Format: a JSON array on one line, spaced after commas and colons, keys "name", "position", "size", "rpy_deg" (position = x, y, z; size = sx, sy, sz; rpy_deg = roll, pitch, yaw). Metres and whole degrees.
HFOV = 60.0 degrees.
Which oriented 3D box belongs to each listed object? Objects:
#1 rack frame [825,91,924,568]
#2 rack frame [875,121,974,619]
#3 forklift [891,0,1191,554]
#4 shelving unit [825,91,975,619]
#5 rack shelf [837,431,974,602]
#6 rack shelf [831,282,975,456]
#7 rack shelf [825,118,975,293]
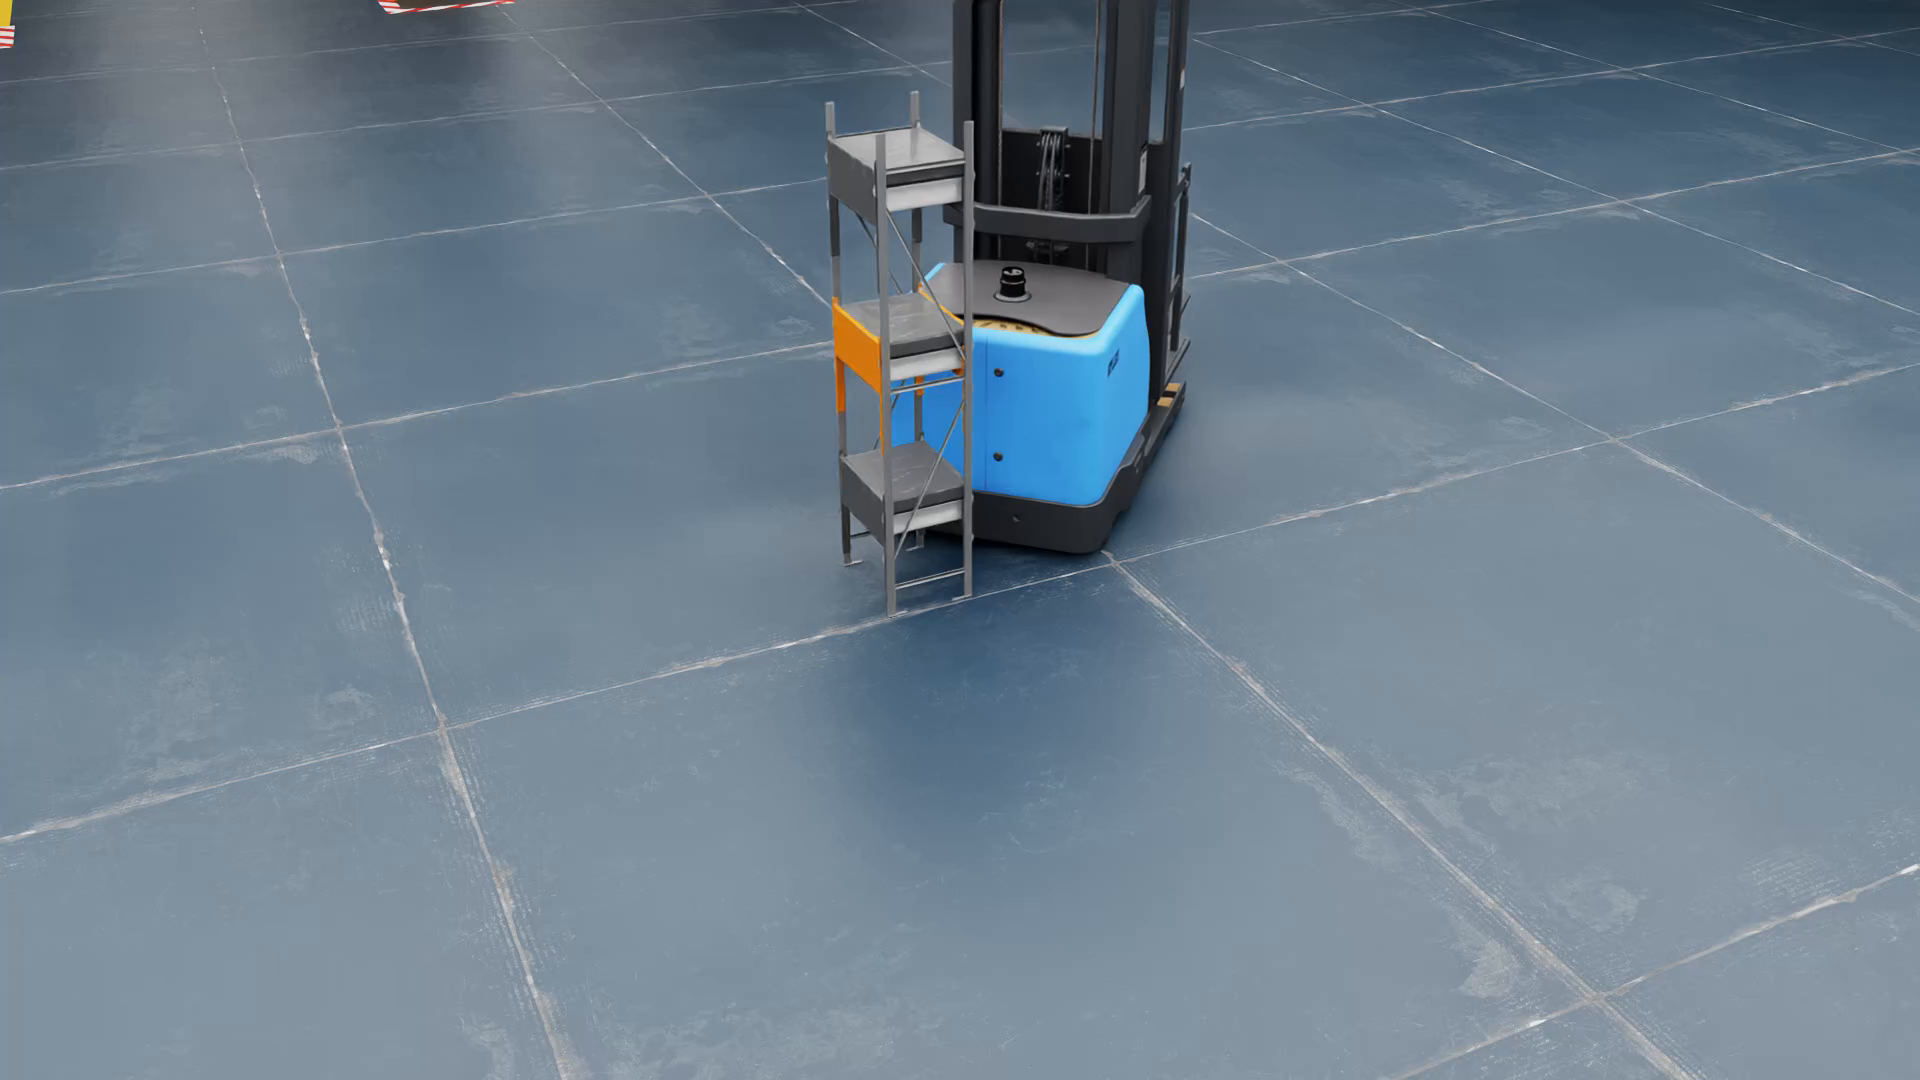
[{"name": "rack frame", "position": [-0.347, -0.837, 7.096], "size": [0.400, 2.100, 0.015], "rpy_deg": [-14, 32, -23]}, {"name": "rack frame", "position": [-0.130, -0.623, 6.714], "size": [0.400, 2.100, 0.015], "rpy_deg": [-14, 32, -23]}, {"name": "forklift", "position": [0.583, -1.924, 8.184], "size": [1.130, 2.935, 3.031], "rpy_deg": [9, 31, 16]}, {"name": "shelving unit", "position": [-0.239, -0.730, 6.905], "size": [0.431, 2.100, 0.503], "rpy_deg": [-14, 32, -23]}, {"name": "rack shelf", "position": [-0.239, -0.108, 7.254], "size": [0.431, 0.518, 0.480], "rpy_deg": [-14, 32, -23]}, {"name": "rack shelf", "position": [-0.239, -0.718, 6.912], "size": [0.431, 0.518, 0.480], "rpy_deg": [-14, 32, -23]}, {"name": "rack shelf", "position": [-0.239, -1.329, 6.569], "size": [0.431, 0.518, 0.480], "rpy_deg": [-14, 32, -23]}]
